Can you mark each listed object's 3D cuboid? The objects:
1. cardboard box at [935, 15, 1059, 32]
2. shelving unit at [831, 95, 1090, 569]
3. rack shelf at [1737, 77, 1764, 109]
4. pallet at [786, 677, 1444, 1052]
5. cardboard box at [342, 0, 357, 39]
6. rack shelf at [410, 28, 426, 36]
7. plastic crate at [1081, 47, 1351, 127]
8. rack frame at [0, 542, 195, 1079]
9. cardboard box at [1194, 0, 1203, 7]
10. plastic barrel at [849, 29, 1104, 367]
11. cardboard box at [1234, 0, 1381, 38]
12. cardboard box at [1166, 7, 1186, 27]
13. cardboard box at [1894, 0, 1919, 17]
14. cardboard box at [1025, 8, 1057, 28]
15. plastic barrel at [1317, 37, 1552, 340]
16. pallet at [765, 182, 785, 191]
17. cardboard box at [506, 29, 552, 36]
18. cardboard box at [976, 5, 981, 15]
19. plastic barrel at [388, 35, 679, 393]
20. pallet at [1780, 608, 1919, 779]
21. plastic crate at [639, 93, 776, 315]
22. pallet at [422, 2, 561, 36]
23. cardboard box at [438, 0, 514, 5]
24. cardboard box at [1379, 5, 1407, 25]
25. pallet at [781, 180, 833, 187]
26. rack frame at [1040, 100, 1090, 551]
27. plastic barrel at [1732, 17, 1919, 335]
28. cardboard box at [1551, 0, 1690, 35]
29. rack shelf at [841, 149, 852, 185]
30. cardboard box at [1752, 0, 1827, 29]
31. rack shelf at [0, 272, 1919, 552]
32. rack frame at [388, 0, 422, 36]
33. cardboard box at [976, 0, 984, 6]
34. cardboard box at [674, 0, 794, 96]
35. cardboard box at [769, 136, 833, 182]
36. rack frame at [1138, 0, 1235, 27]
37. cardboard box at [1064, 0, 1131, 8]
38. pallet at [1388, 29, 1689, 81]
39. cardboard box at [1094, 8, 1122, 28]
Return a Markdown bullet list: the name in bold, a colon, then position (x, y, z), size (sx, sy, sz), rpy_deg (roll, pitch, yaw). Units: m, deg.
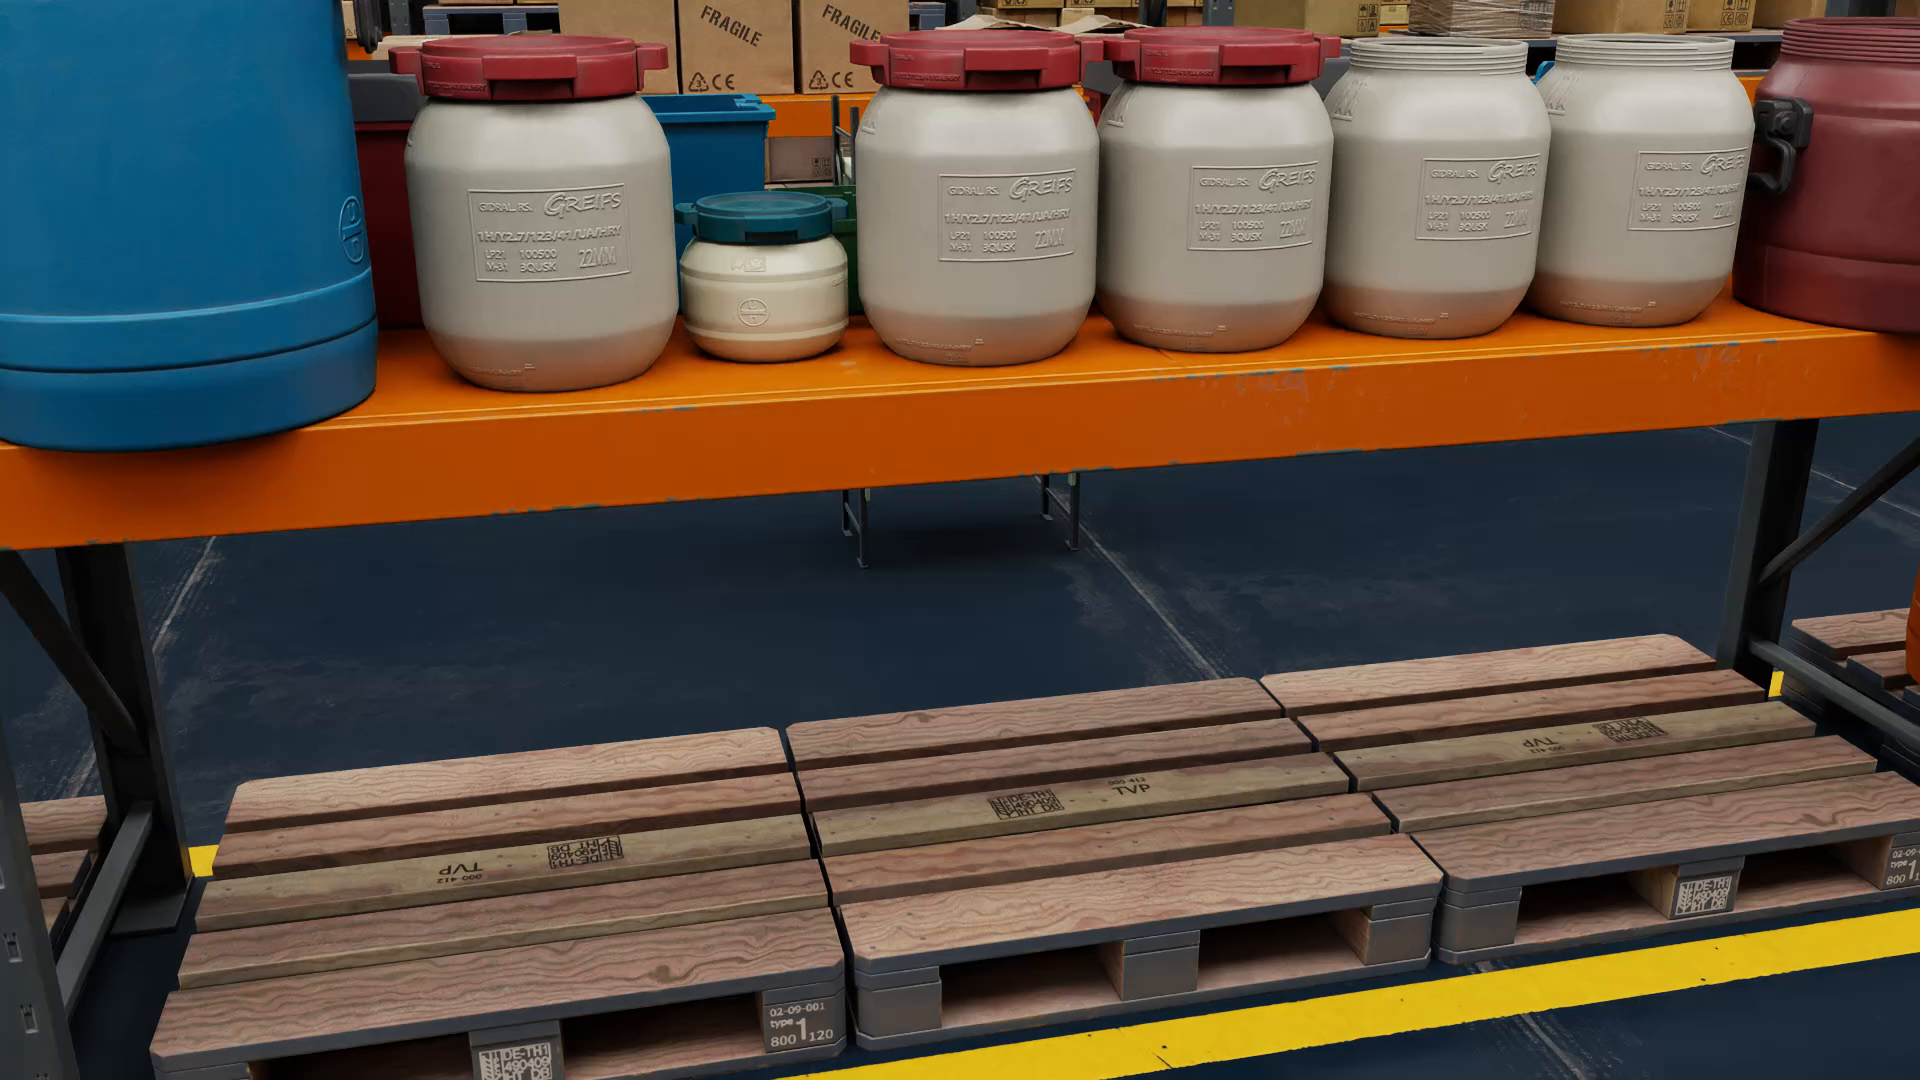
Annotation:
- **cardboard box**: position (0.175, -2.403, 8.144), size (0.500, 0.311, 0.500), rpy_deg (-5, 21, -13)
- **shelving unit**: position (-0.006, -0.704, 5.555), size (0.755, 1.500, 0.431), rpy_deg (-5, 21, -12)
- **rack shelf**: position (3.037, -2.272, 8.701), size (4.000, 0.370, 1.077), rpy_deg (-5, 21, -12)
- **pallet**: position (0.279, 0.660, 3.705), size (1.213, 0.211, 1.003), rpy_deg (-5, 21, -12)
- **cardboard box**: position (-4.337, -3.592, 11.450), size (0.500, 0.250, 0.500), rpy_deg (-5, 21, -12)
- **rack shelf**: position (-2.000, -3.613, 12.362), size (4.000, 0.370, 1.077), rpy_deg (-5, 21, -12)
- **plastic crate**: position (0.583, -0.797, 3.537), size (0.583, 0.464, 0.402), rpy_deg (-5, 21, -12)
- **rack frame**: position (-1.666, -0.476, 2.754), size (0.127, 3.000, 1.000), rpy_deg (-5, 21, -12)
- **cardboard box**: position (1.978, -4.379, 12.801), size (0.500, 0.500, 0.500), rpy_deg (-4, 21, -11)
- **plastic barrel**: position (0.029, -0.600, 2.895), size (0.433, 0.535, 0.433), rpy_deg (0, 20, 0)
- **cardboard box**: position (1.677, -2.783, 8.295), size (0.500, 0.500, 0.700), rpy_deg (-12, 24, -31)
- **cardboard box**: position (1.566, -4.060, 12.874), size (0.250, 0.149, 0.380), rpy_deg (-4, 21, -12)
- **cardboard box**: position (5.410, -2.940, 9.335), size (0.500, 0.500, 0.500), rpy_deg (-4, 21, -12)
- **cardboard box**: position (0.568, -3.966, 12.617), size (0.250, 0.149, 0.380), rpy_deg (-4, 21, -12)
- **plastic barrel**: position (0.865, -0.659, 3.090), size (0.421, 0.512, 0.421), rpy_deg (0, 20, 0)
- **pallet**: position (-1.999, -2.643, 12.723), size (1.213, 0.211, 1.003), rpy_deg (-5, 21, -12)
- **cardboard box**: position (-1.989, -2.202, 7.662), size (0.258, 0.266, 0.396), rpy_deg (-5, 21, -14)
- **cardboard box**: position (0.205, -4.112, 13.015), size (0.250, 0.149, 0.380), rpy_deg (-4, 21, -12)
- **plastic barrel**: position (-0.685, -0.542, 2.737), size (0.433, 0.535, 0.433), rpy_deg (0, 20, 0)
- **pallet**: position (2.984, 0.440, 4.306), size (1.213, 0.211, 1.003), rpy_deg (-5, 21, -12)
- **plastic crate**: position (-0.664, -0.660, 3.279), size (0.575, 0.384, 0.392), rpy_deg (-5, 21, -12)
- **pallet**: position (-3.169, -3.714, 11.872), size (1.213, 0.211, 1.003), rpy_deg (-5, 21, -12)
- **cardboard box**: position (-3.443, -4.075, 11.792), size (0.500, 0.500, 0.700), rpy_deg (-5, 21, -12)
- **cardboard box**: position (3.335, -4.168, 13.167), size (0.250, 0.149, 0.380), rpy_deg (-4, 21, -11)
- **pallet**: position (-0.814, -2.738, 12.983), size (1.213, 0.211, 1.003), rpy_deg (-5, 21, -12)
- **rack frame**: position (0.350, -0.733, 5.634), size (0.023, 1.500, 0.400), rpy_deg (-5, 21, -12)
- **plastic barrel**: position (1.845, -0.719, 3.217), size (0.708, 0.536, 0.600), rpy_deg (-5, 21, -12)
- **cardboard box**: position (3.278, -2.851, 8.482), size (0.500, 0.500, 0.700), rpy_deg (-10, 23, -26)
- **rack shelf**: position (-0.006, -1.070, 5.421), size (0.720, 0.370, 0.431), rpy_deg (-5, 21, -12)
- **cardboard box**: position (4.470, -3.049, 9.022), size (0.500, 0.500, 0.700), rpy_deg (-13, 24, -31)
- **rack shelf**: position (0.280, -0.297, 3.309), size (4.000, 0.370, 1.077), rpy_deg (-5, 21, -12)
- **rack frame**: position (-3.946, -3.792, 11.806), size (0.127, 3.000, 1.000), rpy_deg (-5, 21, -12)
- **cardboard box**: position (0.346, -4.431, 12.942), size (0.500, 0.500, 0.500), rpy_deg (-5, 21, -12)
- **cardboard box**: position (-1.051, -2.318, 7.637), size (0.500, 0.500, 0.500), rpy_deg (-5, 21, -12)
- **cardboard box**: position (-1.270, -3.066, 12.817), size (0.500, 0.500, 0.700), rpy_deg (-5, 21, -13)
- **rack frame**: position (1.090, -2.451, 8.145), size (0.127, 3.000, 1.000), rpy_deg (-5, 21, -12)
- **cardboard box**: position (0.990, -4.296, 12.575), size (0.500, 0.500, 0.500), rpy_deg (-4, 20, -11)
- **pallet**: position (2.982, -2.516, 8.602), size (1.213, 0.211, 1.003), rpy_deg (-5, 21, -12)
- **cardboard box**: position (1.062, -4.020, 12.764), size (0.250, 0.149, 0.380), rpy_deg (-5, 21, -13)
